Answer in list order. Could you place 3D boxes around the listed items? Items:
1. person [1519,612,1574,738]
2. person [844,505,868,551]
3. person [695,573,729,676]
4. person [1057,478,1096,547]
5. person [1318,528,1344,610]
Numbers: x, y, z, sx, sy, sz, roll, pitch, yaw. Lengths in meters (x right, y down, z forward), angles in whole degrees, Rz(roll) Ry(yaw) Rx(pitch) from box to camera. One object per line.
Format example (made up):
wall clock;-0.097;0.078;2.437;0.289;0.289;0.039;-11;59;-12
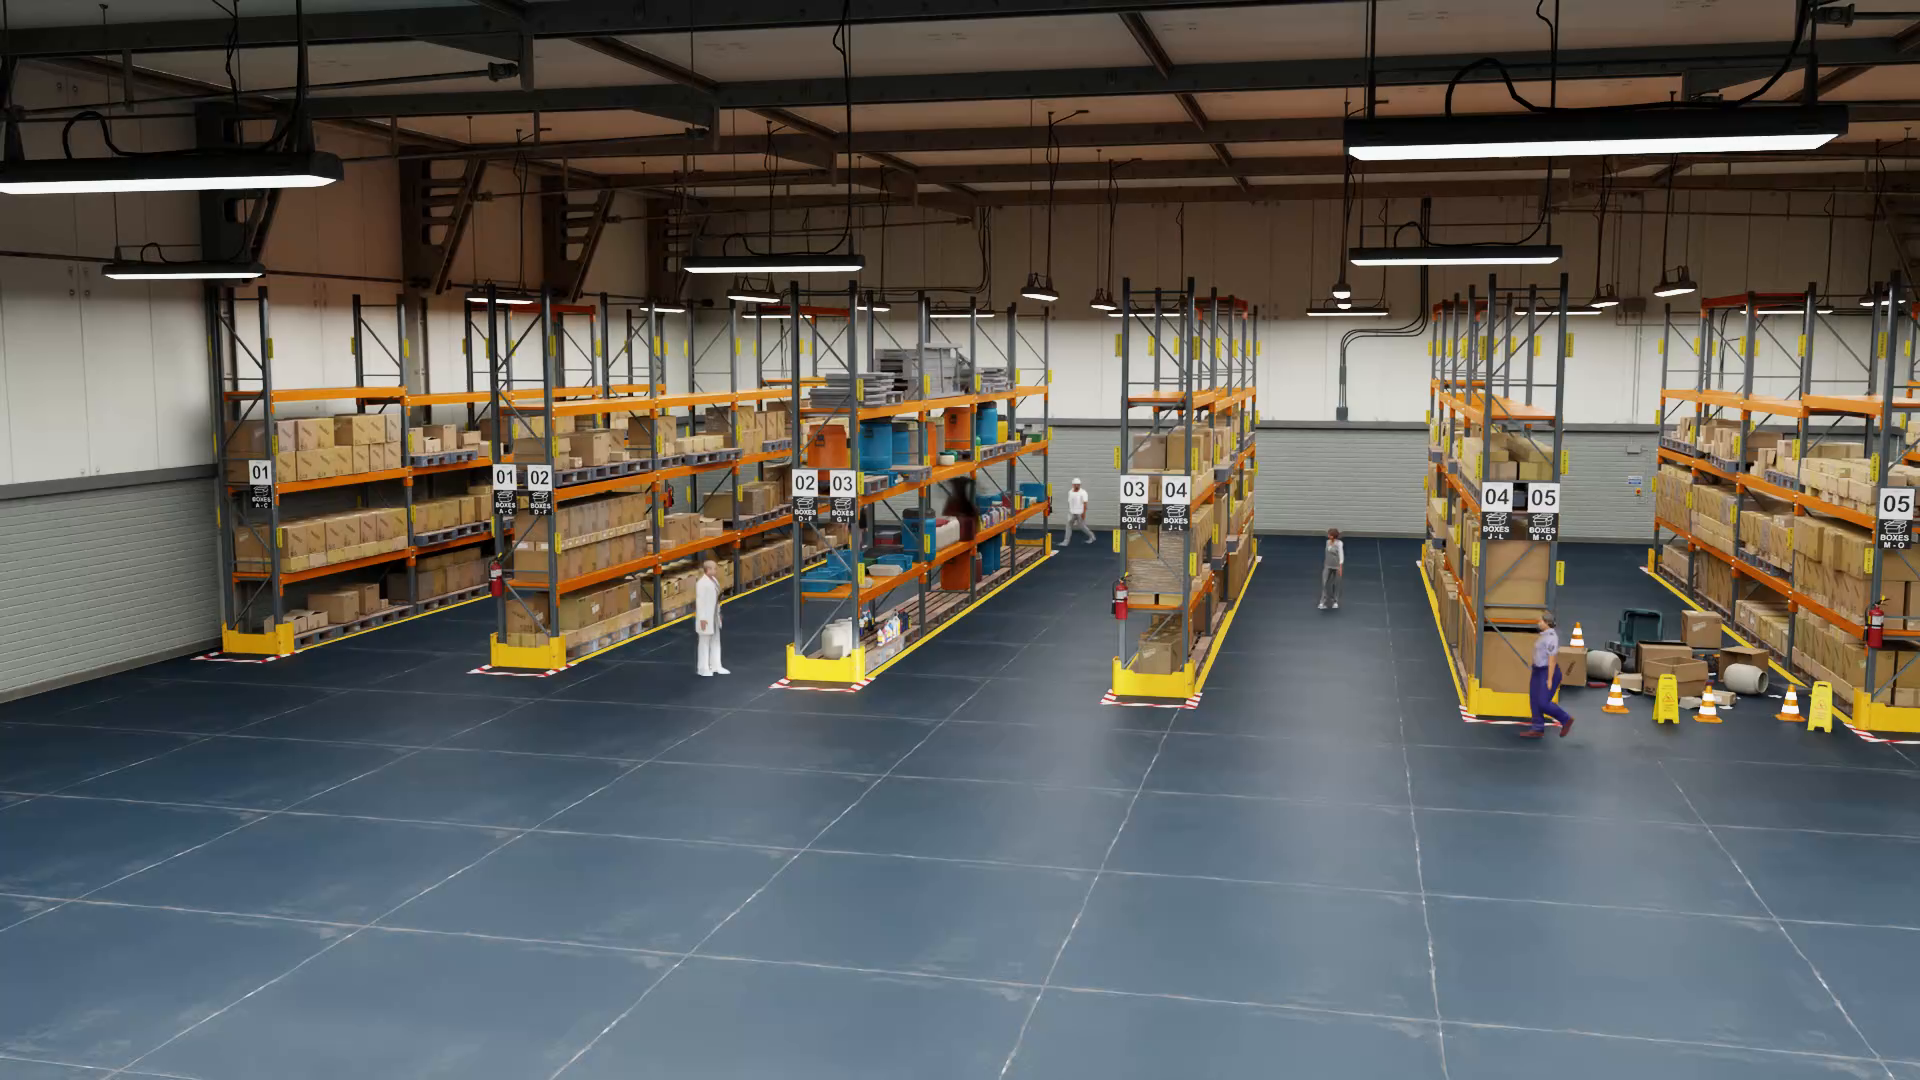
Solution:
person;7.546;1.748;21.295;0.575;1.625;0.490;-1;7;-9
person;-2.397;-0.241;38.627;0.522;1.545;0.847;2;7;17
person;-3.830;1.295;25.534;0.456;1.602;0.617;2;7;18
person;2.951;-0.704;42.237;1.026;1.738;0.575;-5;8;-37
person;7.187;0.551;32.009;0.440;1.593;0.532;3;7;28
